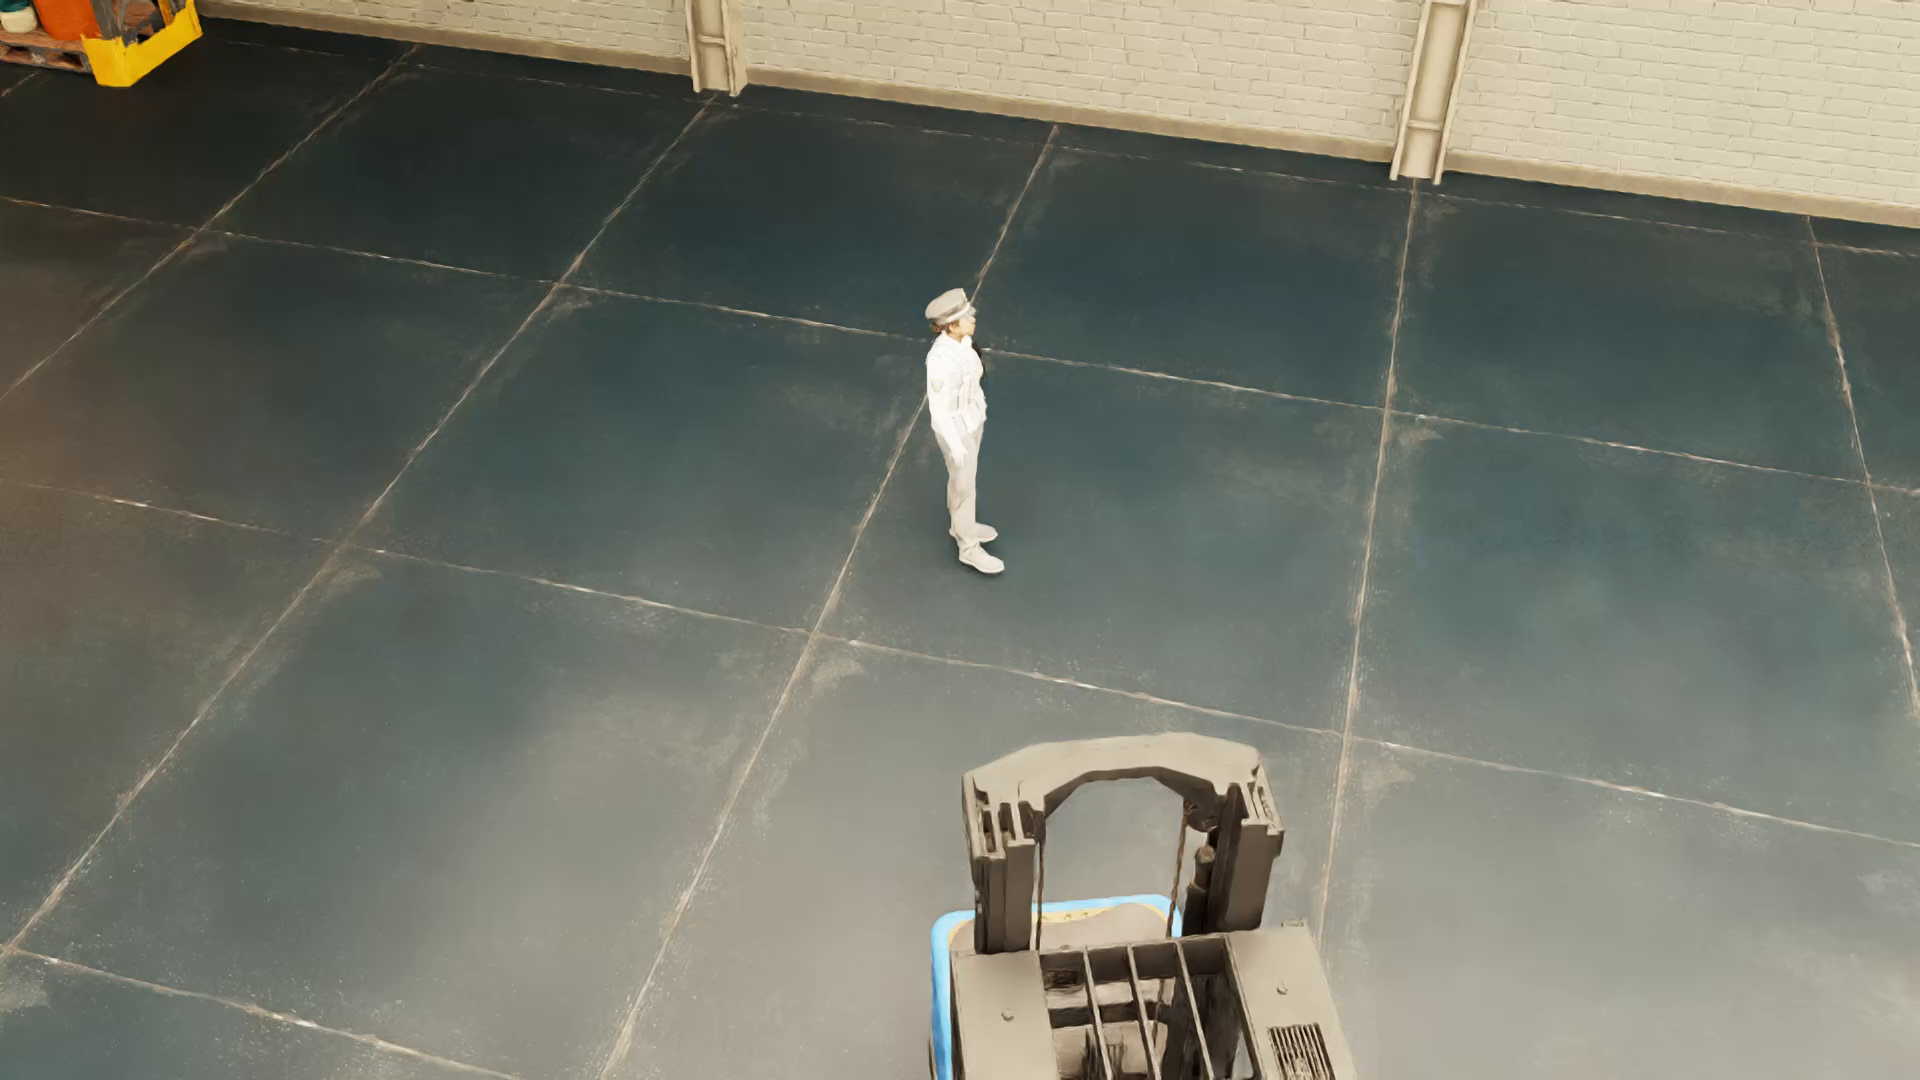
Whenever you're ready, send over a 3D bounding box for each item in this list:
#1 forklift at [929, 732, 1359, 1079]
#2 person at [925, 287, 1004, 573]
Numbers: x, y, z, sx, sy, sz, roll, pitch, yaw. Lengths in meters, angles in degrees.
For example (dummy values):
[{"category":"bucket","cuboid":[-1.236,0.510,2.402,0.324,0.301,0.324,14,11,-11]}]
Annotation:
[{"category":"forklift","cuboid":[0.542,2.150,5.409,1.130,2.935,3.031,-4,41,-5]},{"category":"person","cuboid":[0.063,-0.657,9.477,0.534,1.695,0.586,10,42,11]}]
